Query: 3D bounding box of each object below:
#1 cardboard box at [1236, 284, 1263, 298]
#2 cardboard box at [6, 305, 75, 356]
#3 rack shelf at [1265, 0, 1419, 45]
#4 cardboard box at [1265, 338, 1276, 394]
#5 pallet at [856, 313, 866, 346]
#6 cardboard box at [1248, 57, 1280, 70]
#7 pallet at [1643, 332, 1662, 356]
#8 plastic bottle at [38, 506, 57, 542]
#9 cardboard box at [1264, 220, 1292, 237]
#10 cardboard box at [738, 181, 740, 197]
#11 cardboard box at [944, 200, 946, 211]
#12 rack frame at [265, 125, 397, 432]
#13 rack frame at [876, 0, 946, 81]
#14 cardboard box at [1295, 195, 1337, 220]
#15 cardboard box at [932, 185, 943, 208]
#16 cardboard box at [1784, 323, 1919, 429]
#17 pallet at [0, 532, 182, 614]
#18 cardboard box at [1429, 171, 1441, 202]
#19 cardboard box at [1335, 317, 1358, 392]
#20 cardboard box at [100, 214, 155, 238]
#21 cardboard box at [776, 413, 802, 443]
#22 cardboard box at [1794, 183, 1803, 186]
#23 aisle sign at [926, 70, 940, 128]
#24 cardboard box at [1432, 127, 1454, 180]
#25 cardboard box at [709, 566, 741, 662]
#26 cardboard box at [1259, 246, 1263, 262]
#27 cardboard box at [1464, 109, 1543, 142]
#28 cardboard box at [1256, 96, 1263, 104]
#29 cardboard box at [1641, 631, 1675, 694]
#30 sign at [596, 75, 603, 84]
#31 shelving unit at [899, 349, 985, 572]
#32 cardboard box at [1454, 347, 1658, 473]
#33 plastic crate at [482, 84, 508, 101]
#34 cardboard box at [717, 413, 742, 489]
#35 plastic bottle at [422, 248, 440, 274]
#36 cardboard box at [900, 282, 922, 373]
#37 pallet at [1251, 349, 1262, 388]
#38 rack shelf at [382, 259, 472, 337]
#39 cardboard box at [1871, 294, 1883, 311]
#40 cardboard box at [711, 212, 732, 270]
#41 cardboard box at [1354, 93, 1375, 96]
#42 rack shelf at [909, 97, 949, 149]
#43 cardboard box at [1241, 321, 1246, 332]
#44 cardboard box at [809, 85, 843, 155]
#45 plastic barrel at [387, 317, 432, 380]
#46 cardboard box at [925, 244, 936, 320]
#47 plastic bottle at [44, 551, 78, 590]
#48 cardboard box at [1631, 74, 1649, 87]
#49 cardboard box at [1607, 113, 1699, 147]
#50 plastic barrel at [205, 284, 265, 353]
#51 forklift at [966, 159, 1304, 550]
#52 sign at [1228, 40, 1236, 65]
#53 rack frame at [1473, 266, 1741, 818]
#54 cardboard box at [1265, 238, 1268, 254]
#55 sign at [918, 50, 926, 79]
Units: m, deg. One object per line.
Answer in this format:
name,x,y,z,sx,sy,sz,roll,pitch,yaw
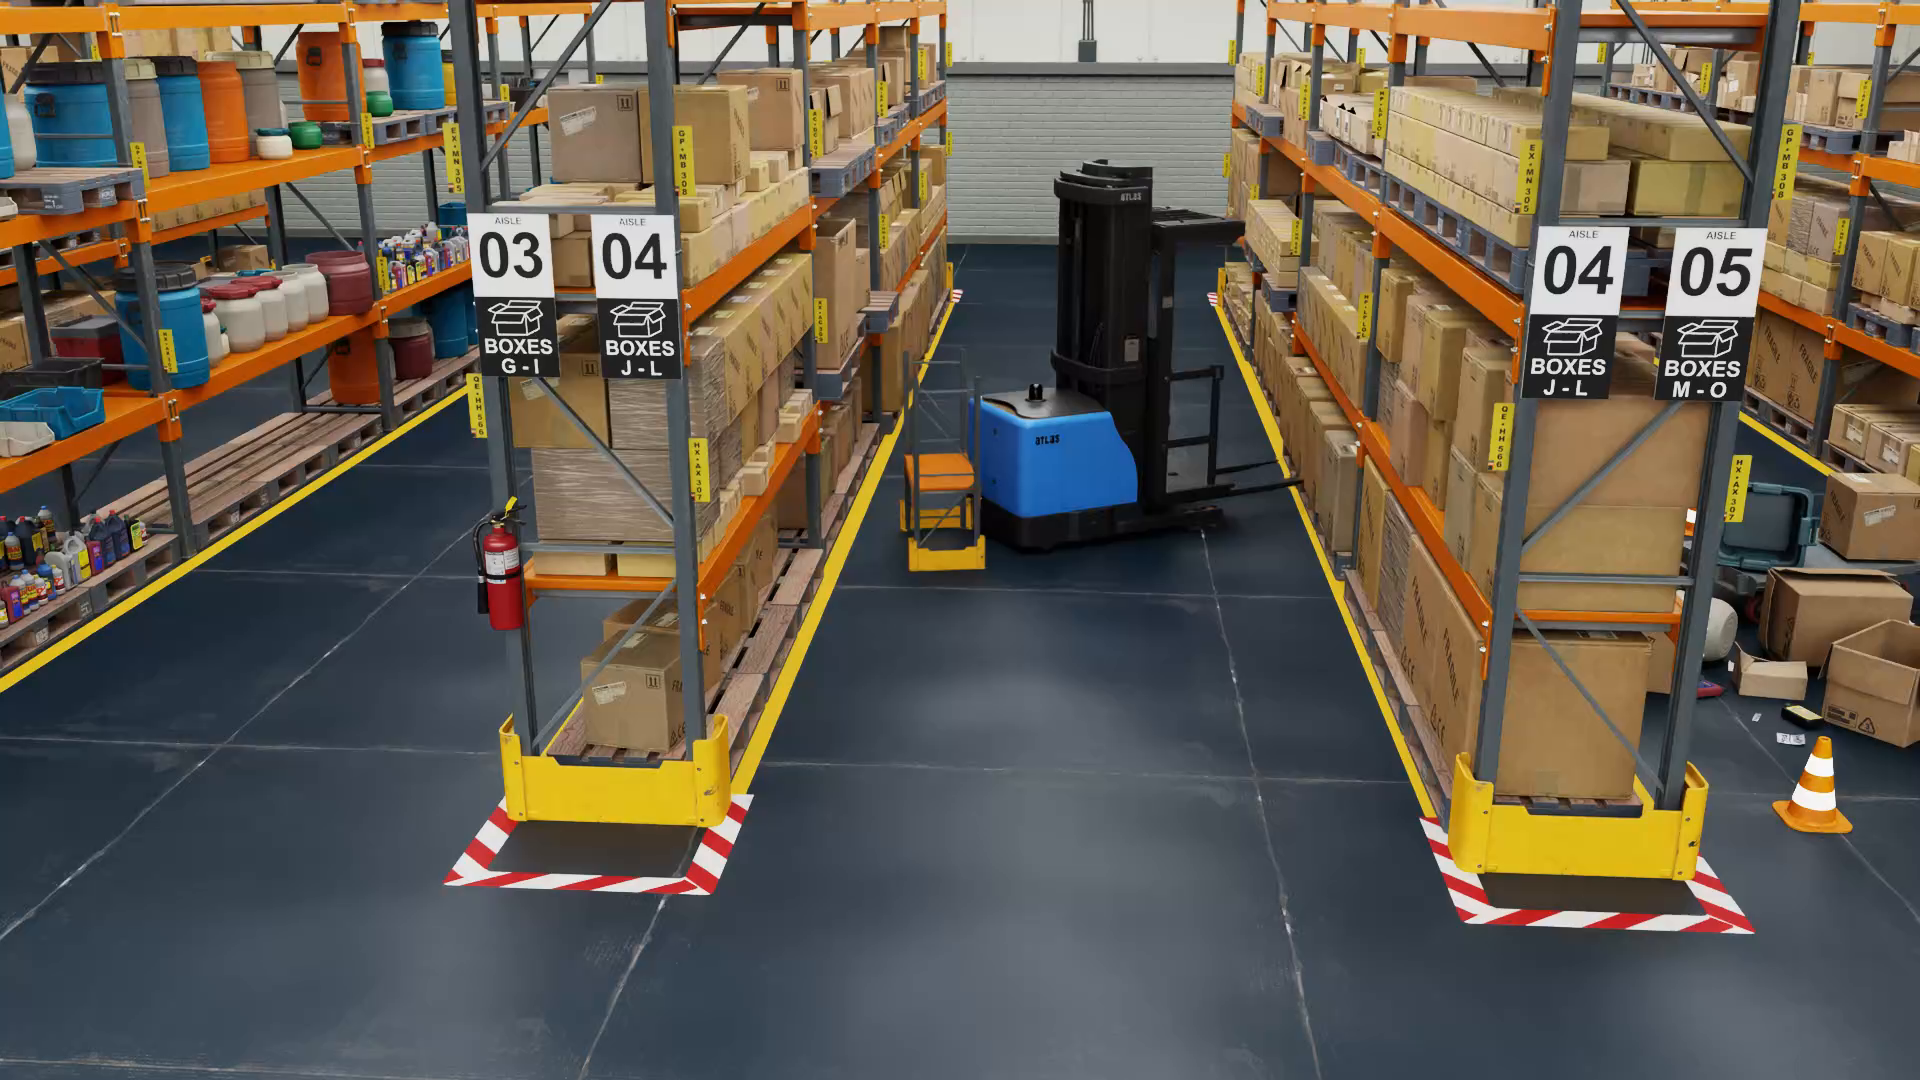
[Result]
cardboard box,3.745,-3.184,21.272,0.380,0.149,0.250,1,18,2
cardboard box,-10.692,-2.450,19.392,0.500,0.500,0.500,2,18,5
rack shelf,3.815,-5.231,16.734,1.077,0.370,4.000,1,18,4
cardboard box,3.521,-1.839,17.558,0.500,0.500,0.500,0,18,1
pallet,-1.369,-1.726,14.183,1.003,0.211,1.213,1,18,4
cardboard box,3.773,-5.899,20.590,0.380,0.149,0.250,1,18,3
pallet,9.036,-2.364,20.298,1.003,0.211,1.213,1,18,4
plastic bottle,-6.955,-0.125,12.662,0.097,0.271,0.097,0,18,0
cardboard box,3.344,-3.218,17.201,0.380,0.149,0.250,2,18,7
cardboard box,-1.493,-2.054,9.659,0.380,0.149,0.250,1,18,3
cardboard box,-0.392,-4.681,23.294,0.380,0.149,0.250,2,18,5
rack frame,-6.209,-2.544,16.369,1.000,3.000,0.127,1,18,4
rack frame,-0.695,-7.769,22.680,1.000,3.000,0.127,1,18,4
cardboard box,4.245,-3.871,19.780,0.500,0.500,0.500,1,18,3
cardboard box,-0.502,-4.674,22.633,0.500,0.250,0.500,1,18,3
cardboard box,8.749,-1.615,16.271,0.875,0.875,0.875,1,18,3
pallet,-6.585,0.231,12.378,1.003,0.211,1.213,1,18,4
cardboard box,2.911,-2.024,9.534,0.380,0.149,0.250,2,18,5
cardboard box,3.192,-1.421,12.783,0.500,0.500,0.500,1,18,3
cardboard box,-10.554,-4.098,20.951,0.500,0.500,0.500,2,18,5
cardboard box,-1.289,-0.764,11.342,0.380,0.149,0.250,1,18,4
cardboard box,8.537,-3.532,17.620,0.500,0.500,0.500,1,18,3
aisle sign,-0.390,-6.169,23.258,0.394,0.787,0.004,1,18,4
cardboard box,2.965,-2.175,9.355,0.500,0.250,0.500,1,18,4
cardboard box,-1.708,0.466,10.525,0.500,0.500,0.500,3,18,9
cardboard box,3.362,-3.018,17.545,0.380,0.149,0.250,0,18,1
cardboard box,2.858,-2.166,8.686,0.380,0.149,0.250,1,18,4
cardboard box,3.724,-5.046,19.429,0.500,0.250,0.500,2,18,5
cardboard box,4.297,0.643,10.654,0.500,0.500,0.500,4,19,13
sign,-5.085,-6.397,23.479,0.100,0.325,0.005,1,18,4
shelving unit,-0.152,-0.646,12.985,0.587,1.500,1.083,-2,18,-6
cardboard box,3.111,-0.678,8.701,0.875,0.550,0.550,1,18,4
plastic crate,-6.102,-5.716,21.424,0.437,0.282,0.530,1,18,4
cardboard box,-1.780,-0.620,9.860,0.875,0.500,0.500,1,18,4
plastic bottle,-5.756,-3.043,18.091,0.152,0.276,0.135,1,18,4
cardboard box,-1.071,-2.389,18.634,1.225,0.875,0.875,1,18,2
pallet,3.904,-1.967,19.086,1.003,0.211,1.213,1,18,4
rack shelf,-6.065,-2.823,18.377,1.077,0.370,4.000,1,18,4
cardboard box,8.354,-2.108,14.769,0.380,0.149,0.250,0,18,1
cardboard box,-1.519,-1.607,8.934,0.500,0.250,0.500,1,18,3
cardboard box,3.978,-3.936,15.639,0.500,0.500,0.500,1,18,4
rack shelf,-0.838,-5.380,21.364,1.077,0.370,4.000,1,18,4
cardboard box,3.703,-2.670,20.658,0.380,0.149,0.250,1,18,2
cardboard box,-1.356,-3.301,13.024,0.797,0.503,0.637,2,18,6
plastic barrel,-6.109,-2.101,18.215,0.600,0.588,0.708,1,18,4
cardboard box,-0.790,-3.348,21.562,0.875,0.875,0.875,1,18,4
plastic bottle,-6.306,0.200,11.662,0.152,0.276,0.135,2,18,5
cardboard box,8.882,-5.917,21.415,0.380,0.149,0.250,2,18,6
cardboard box,3.495,-2.071,8.397,0.380,0.149,0.250,1,18,4
plastic barrel,-6.155,-1.886,14.144,0.433,0.535,0.433,0,18,0
forklift,1.609,-1.610,13.628,3.031,2.935,1.130,-9,20,-24
sign,3.704,-6.629,22.615,0.100,0.325,0.005,1,18,4
rack frame,3.098,0.193,8.015,1.000,3.000,0.127,1,18,4
cardboard box,3.325,-2.996,17.000,0.380,0.149,0.250,1,18,4
sign,-0.440,-5.487,19.199,0.100,0.325,0.005,1,18,4
